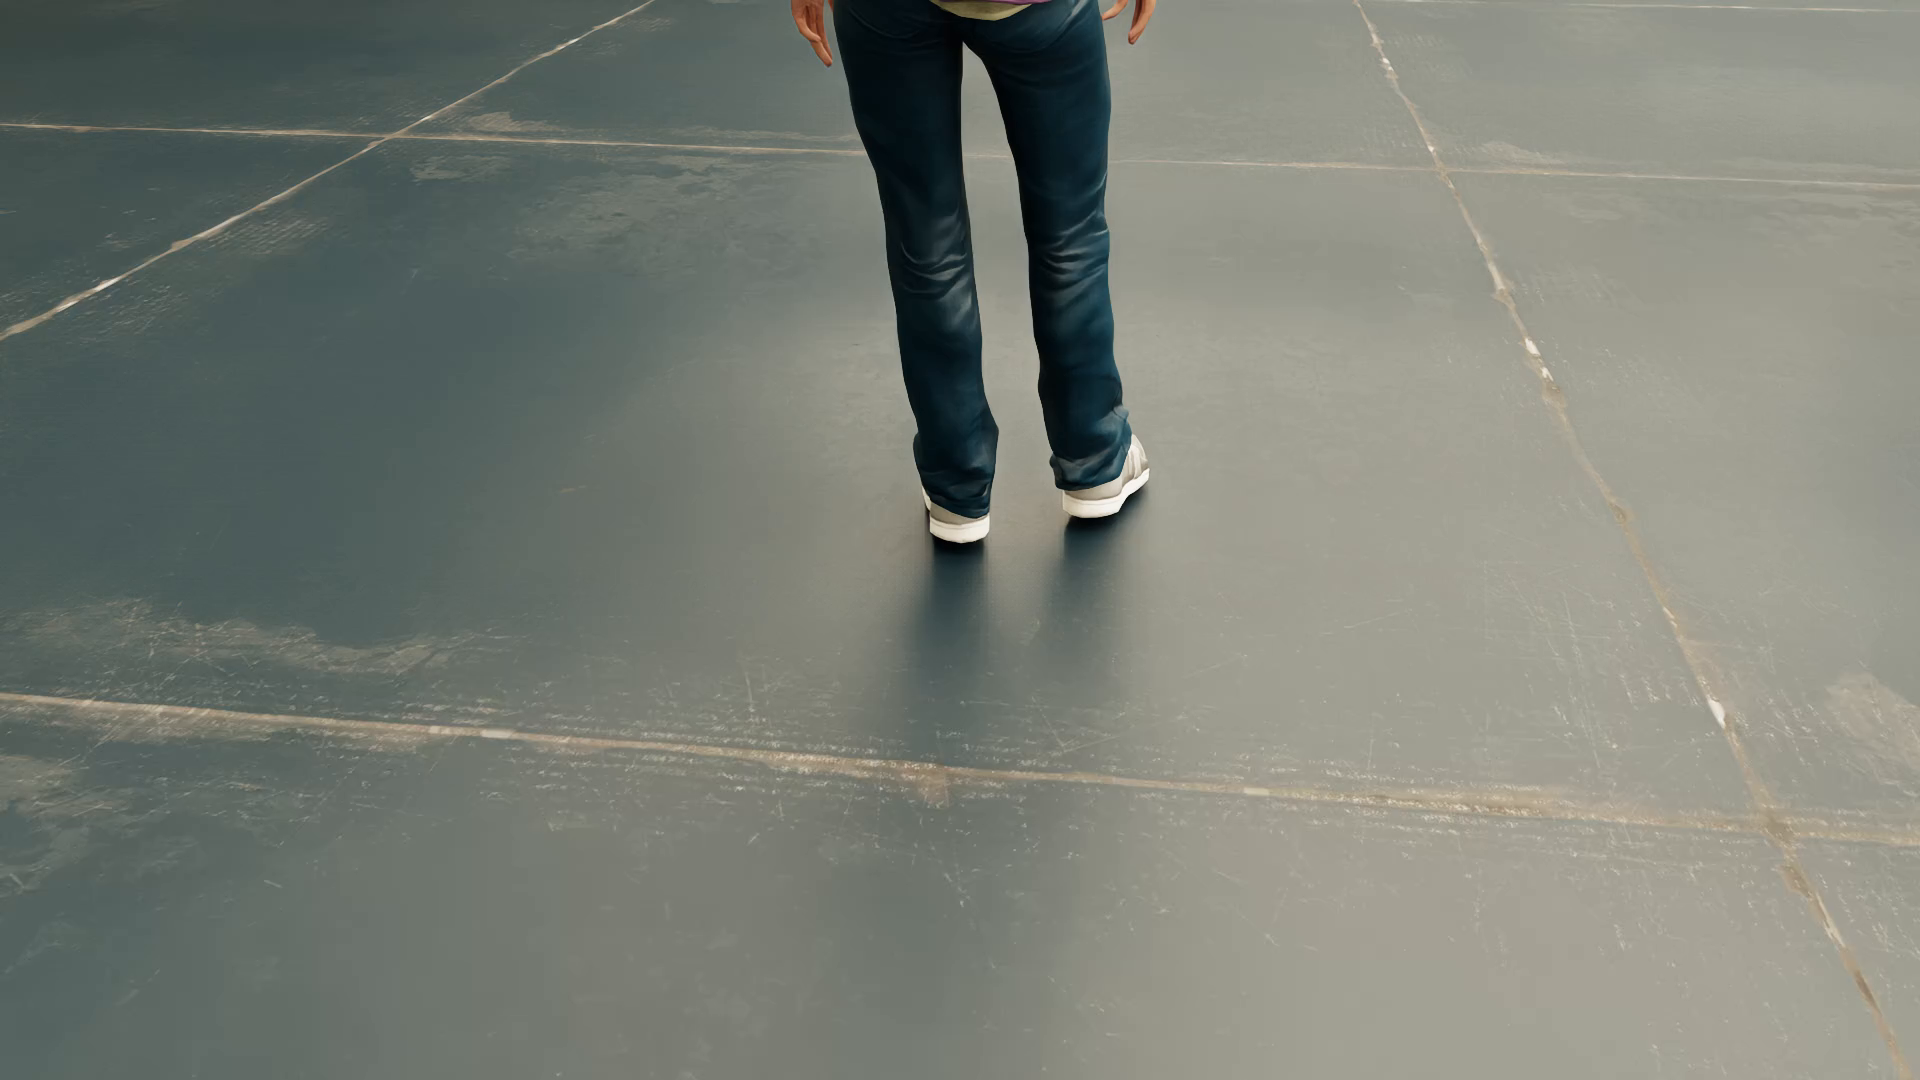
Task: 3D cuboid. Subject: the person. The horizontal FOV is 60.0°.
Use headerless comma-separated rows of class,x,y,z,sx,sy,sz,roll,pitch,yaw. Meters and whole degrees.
person,0.024,-0.753,2.204,0.520,1.597,0.476,3,27,7
